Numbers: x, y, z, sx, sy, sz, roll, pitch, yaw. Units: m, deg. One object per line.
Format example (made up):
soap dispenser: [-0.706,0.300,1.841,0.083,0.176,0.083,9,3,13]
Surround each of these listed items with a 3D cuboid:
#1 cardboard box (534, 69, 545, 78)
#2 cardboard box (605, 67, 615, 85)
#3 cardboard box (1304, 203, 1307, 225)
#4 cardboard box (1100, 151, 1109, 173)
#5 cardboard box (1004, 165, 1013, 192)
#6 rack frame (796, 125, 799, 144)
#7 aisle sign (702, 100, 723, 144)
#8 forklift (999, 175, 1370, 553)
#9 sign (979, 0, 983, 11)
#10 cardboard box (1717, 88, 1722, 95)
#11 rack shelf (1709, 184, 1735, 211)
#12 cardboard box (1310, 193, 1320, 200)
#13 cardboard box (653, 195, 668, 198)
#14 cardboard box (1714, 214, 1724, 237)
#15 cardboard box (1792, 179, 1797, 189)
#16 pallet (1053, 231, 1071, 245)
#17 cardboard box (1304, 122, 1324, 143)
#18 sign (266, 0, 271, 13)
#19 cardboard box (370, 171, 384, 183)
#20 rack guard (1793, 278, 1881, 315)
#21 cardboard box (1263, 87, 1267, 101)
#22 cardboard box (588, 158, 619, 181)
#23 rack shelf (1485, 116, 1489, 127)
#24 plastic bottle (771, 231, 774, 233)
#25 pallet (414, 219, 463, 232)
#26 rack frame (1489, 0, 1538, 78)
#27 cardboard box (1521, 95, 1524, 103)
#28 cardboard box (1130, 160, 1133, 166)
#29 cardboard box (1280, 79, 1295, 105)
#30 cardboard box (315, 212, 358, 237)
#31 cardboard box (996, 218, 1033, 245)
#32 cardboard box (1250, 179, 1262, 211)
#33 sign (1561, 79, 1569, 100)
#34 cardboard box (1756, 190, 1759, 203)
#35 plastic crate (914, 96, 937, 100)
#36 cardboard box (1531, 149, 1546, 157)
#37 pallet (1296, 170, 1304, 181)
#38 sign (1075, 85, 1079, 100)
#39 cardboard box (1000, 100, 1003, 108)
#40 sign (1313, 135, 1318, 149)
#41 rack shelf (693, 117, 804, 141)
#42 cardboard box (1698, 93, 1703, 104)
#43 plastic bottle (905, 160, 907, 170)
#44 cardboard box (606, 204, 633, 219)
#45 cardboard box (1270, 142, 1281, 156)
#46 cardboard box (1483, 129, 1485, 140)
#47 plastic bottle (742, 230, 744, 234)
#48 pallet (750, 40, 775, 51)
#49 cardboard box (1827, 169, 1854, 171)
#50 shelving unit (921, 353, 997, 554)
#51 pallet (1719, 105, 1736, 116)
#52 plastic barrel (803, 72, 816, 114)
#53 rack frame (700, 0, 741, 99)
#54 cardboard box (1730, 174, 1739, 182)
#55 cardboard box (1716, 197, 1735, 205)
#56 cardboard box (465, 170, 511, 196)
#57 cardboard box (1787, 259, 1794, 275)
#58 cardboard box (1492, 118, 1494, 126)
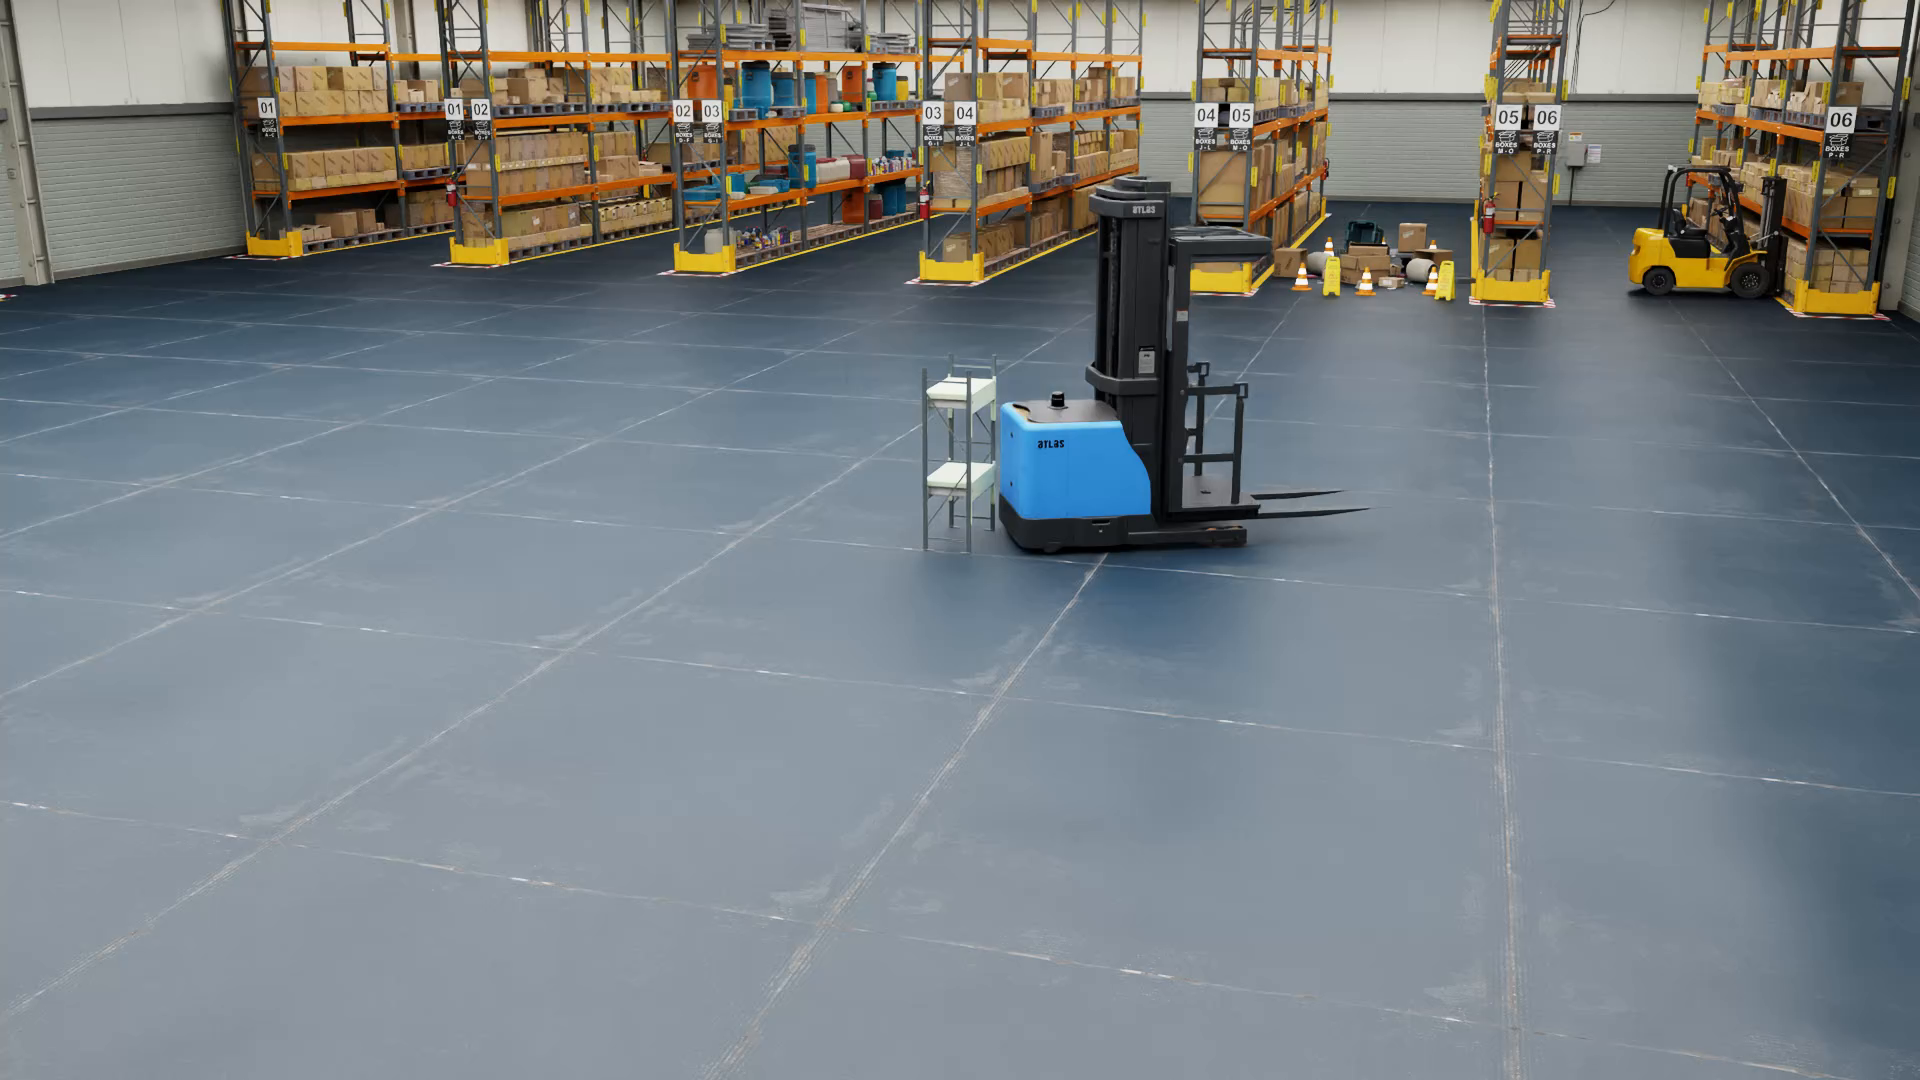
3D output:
cardboard box: [-11.390,-12.411,44.229,0.500,0.250,0.500,6,17,20]
cardboard box: [-10.117,-13.116,47.025,0.500,0.500,0.500,4,16,13]
cardboard box: [7.991,-7.791,39.610,0.500,0.500,0.500,4,16,15]
cardboard box: [3.362,-9.320,41.007,0.500,0.500,0.500,5,16,16]
cardboard box: [0.551,-7.134,32.755,0.875,0.500,0.500,5,16,16]
rack frame: [-5.127,-11.231,47.928,1.000,3.000,0.127,5,16,16]
aisle sign: [-4.665,-7.869,31.311,0.394,0.787,0.004,5,16,16]
forklift: [1.897,-1.480,13.676,3.031,2.935,1.130,-3,16,-10]
sign: [0.426,-10.776,33.327,0.100,0.325,0.005,5,16,16]
cardboard box: [16.989,-9.934,36.822,0.380,0.149,0.250,5,17,17]
rack shelf: [16.926,-7.394,35.717,1.077,0.370,4.000,5,16,16]
cardboard box: [9.111,-8.870,42.970,0.380,0.149,0.250,4,16,15]
cardboard box: [-7.360,-8.410,41.757,0.500,0.500,0.500,5,17,18]
cardboard box: [16.854,-6.883,36.410,0.500,0.500,0.500,4,16,14]
cardboard box: [14.420,-6.064,28.340,0.380,0.149,0.250,4,16,15]
pallet: [1.873,-6.823,37.498,1.003,0.211,1.213,5,16,16]
cardboard box: [8.922,-10.315,42.137,0.500,0.500,0.500,6,17,19]
sign: [-13.904,-10.760,33.416,0.100,0.325,0.005,5,16,16]
cardboard box: [-13.281,-8.135,37.251,0.500,0.250,0.500,5,17,16]
rack guard: [14.078,-3.915,26.714,1.175,0.500,0.348,5,16,16]
cardboard box: [5.219,-8.000,29.818,0.500,0.250,0.500,4,16,15]
cardboard box: [-8.154,-8.477,38.036,0.500,0.500,0.500,6,17,20]
rack shelf: [12.166,-9.221,36.662,1.077,0.370,4.000,5,16,16]
plastic bottle: [-3.899,-6.372,34.981,0.152,0.276,0.135,5,16,16]
pallet: [-12.723,-7.657,40.439,1.003,0.211,1.213,5,16,16]
rack frame: [13.871,-12.579,41.688,1.000,3.000,0.127,5,16,16]
cardboard box: [9.248,-7.389,27.885,0.380,0.149,0.250,5,17,17]
cardboard box: [4.367,-10.023,44.130,0.380,0.149,0.250,5,17,17]
cardboard box: [6.598,-9.223,34.214,0.500,0.500,0.500,5,16,16]
cardboard box: [-13.723,-6.948,36.605,0.700,0.500,0.500,4,16,12]
cardboard box: [1.155,-6.490,34.989,0.700,0.500,0.500,3,16,12]
cardboard box: [5.027,-6.320,30.339,0.875,0.550,0.550,5,16,16]
sign: [9.845,-7.329,27.072,0.100,0.325,0.005,5,16,16]
cardboard box: [15.422,-6.509,31.557,0.500,0.250,0.500,5,17,16]
plastic crate: [-0.900,-11.483,43.560,0.497,0.269,0.590,5,16,16]
cardboard box: [10.934,-7.355,31.576,0.380,0.149,0.250,5,16,16]
pallet: [7.346,-8.387,38.251,1.003,0.211,1.213,5,16,16]
sign: [2.616,-10.018,37.207,0.100,0.325,0.005,5,16,16]
cardboard box: [0.614,-8.369,31.884,0.380,0.149,0.250,4,16,14]
sign: [8.493,-9.519,39.771,0.100,0.325,0.005,5,16,16]
rack shelf: [-4.357,-8.280,33.346,1.077,0.370,4.000,5,16,16]
cardboard box: [18.243,-10.728,40.389,0.500,0.250,0.500,4,16,15]
plastic bottle: [-1.422,-9.516,42.109,0.152,0.276,0.135,5,16,16]
cardboard box: [-7.888,-7.595,38.352,0.500,0.311,0.500,4,16,14]
cardboard box: [6.255,-7.970,34.415,0.700,0.500,0.500,4,16,15]
cardboard box: [13.322,-9.983,41.514,0.500,0.500,0.500,4,16,14]
plastic bottle: [-4.557,-6.343,34.867,0.061,0.283,0.133,5,17,18]
pallet: [-4.342,-9.771,32.867,1.003,0.211,1.213,5,16,16]
cardboard box: [15.143,-6.297,28.615,0.380,0.149,0.250,4,16,15]
shelving unit: [-0.002,-0.720,13.619,0.431,1.500,0.755,5,16,16]
pallet: [16.950,-9.179,35.540,1.213,0.211,1.003,5,16,16]
plastic barrel: [-3.481,-9.883,36.759,0.600,0.901,0.708,5,16,16]
rack frame: [-6.264,-13.071,43.420,1.000,3.000,0.127,5,16,16]
cardboard box: [16.177,-7.499,34.462,0.380,0.149,0.250,5,17,17]
cardboard box: [17.110,-7.573,37.108,0.380,0.149,0.250,4,16,13]
cardboard box: [-9.529,-7.214,33.584,0.700,0.500,0.500,5,16,16]
cardboard box: [14.076,-4.525,27.639,0.500,0.250,0.500,4,16,15]
cardboard box: [9.551,-7.350,29.208,0.380,0.149,0.250,4,16,15]
